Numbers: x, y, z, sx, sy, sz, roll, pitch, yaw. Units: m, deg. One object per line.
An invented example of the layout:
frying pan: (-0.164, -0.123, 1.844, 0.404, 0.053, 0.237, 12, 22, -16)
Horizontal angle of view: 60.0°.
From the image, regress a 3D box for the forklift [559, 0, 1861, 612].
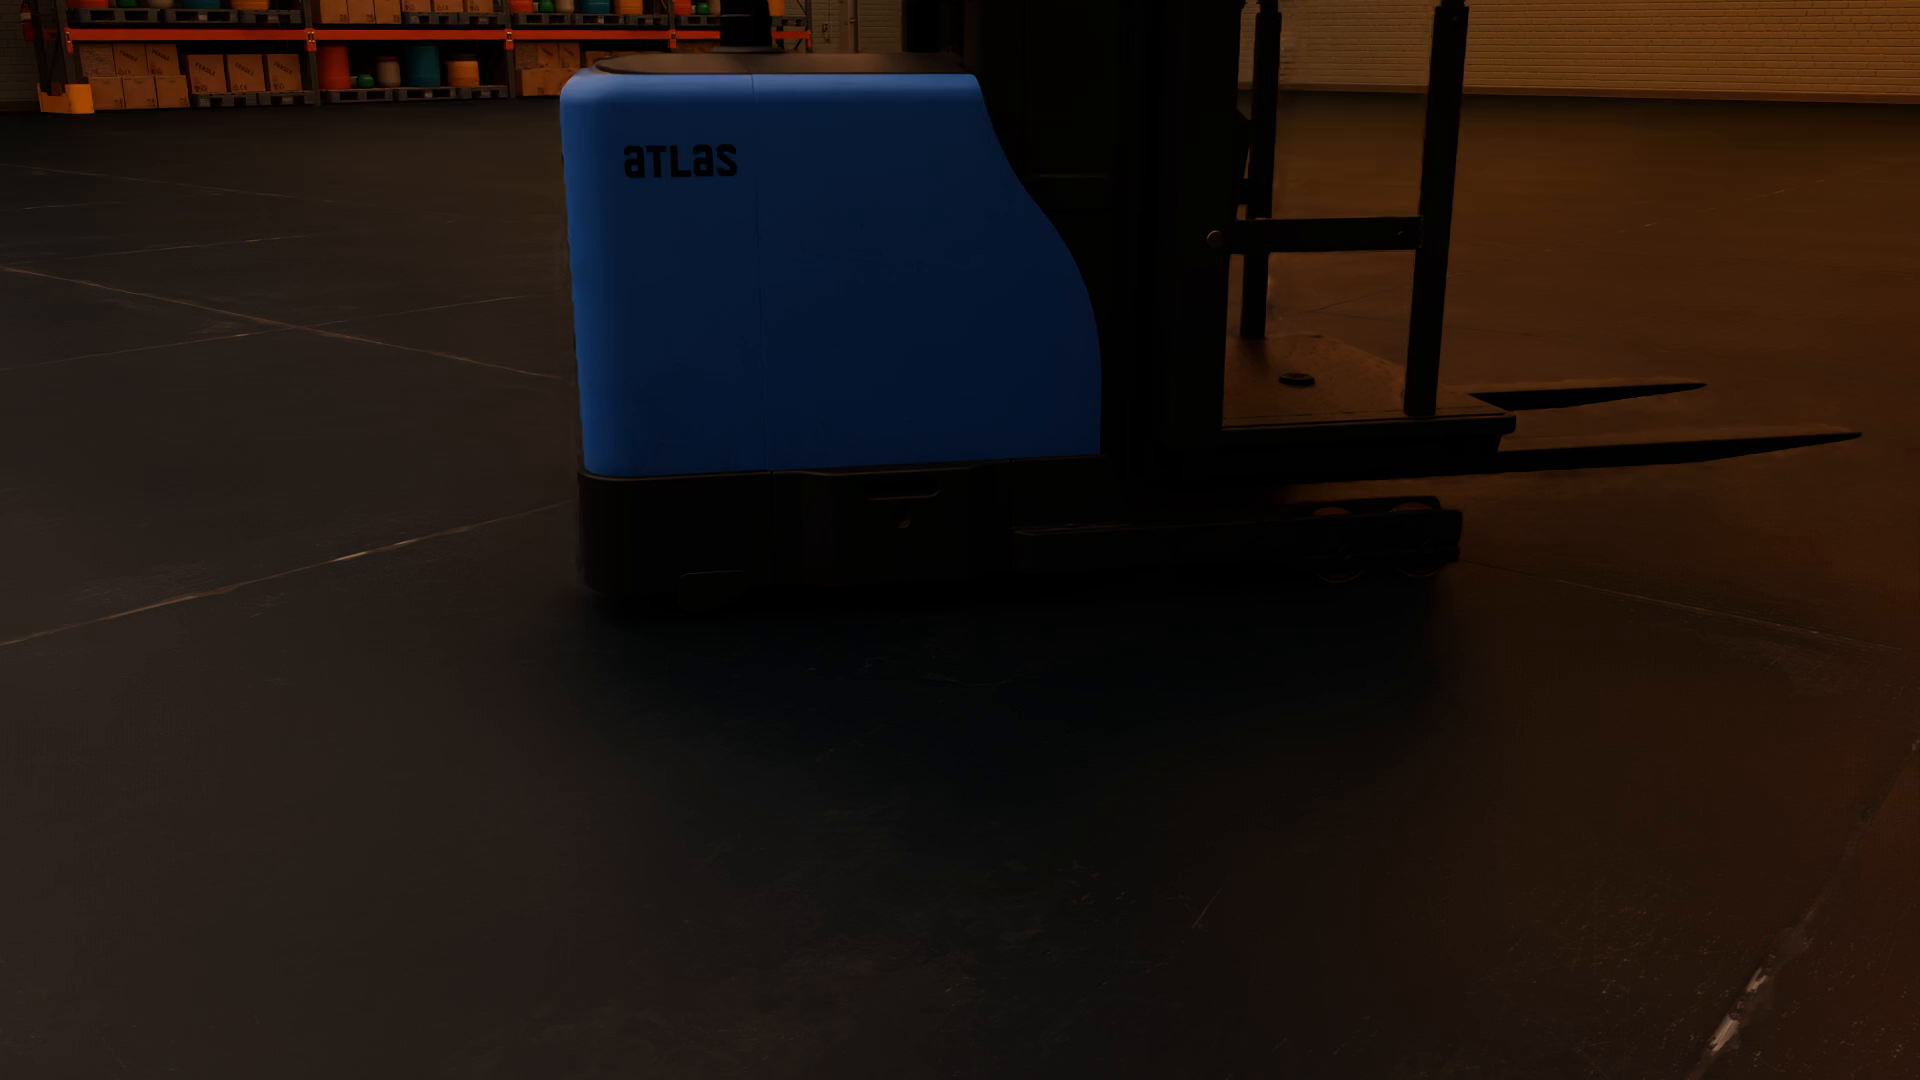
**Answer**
forklift: (0.634, -1.454, 3.685, 3.031, 2.935, 1.130, -3, 17, -11)
